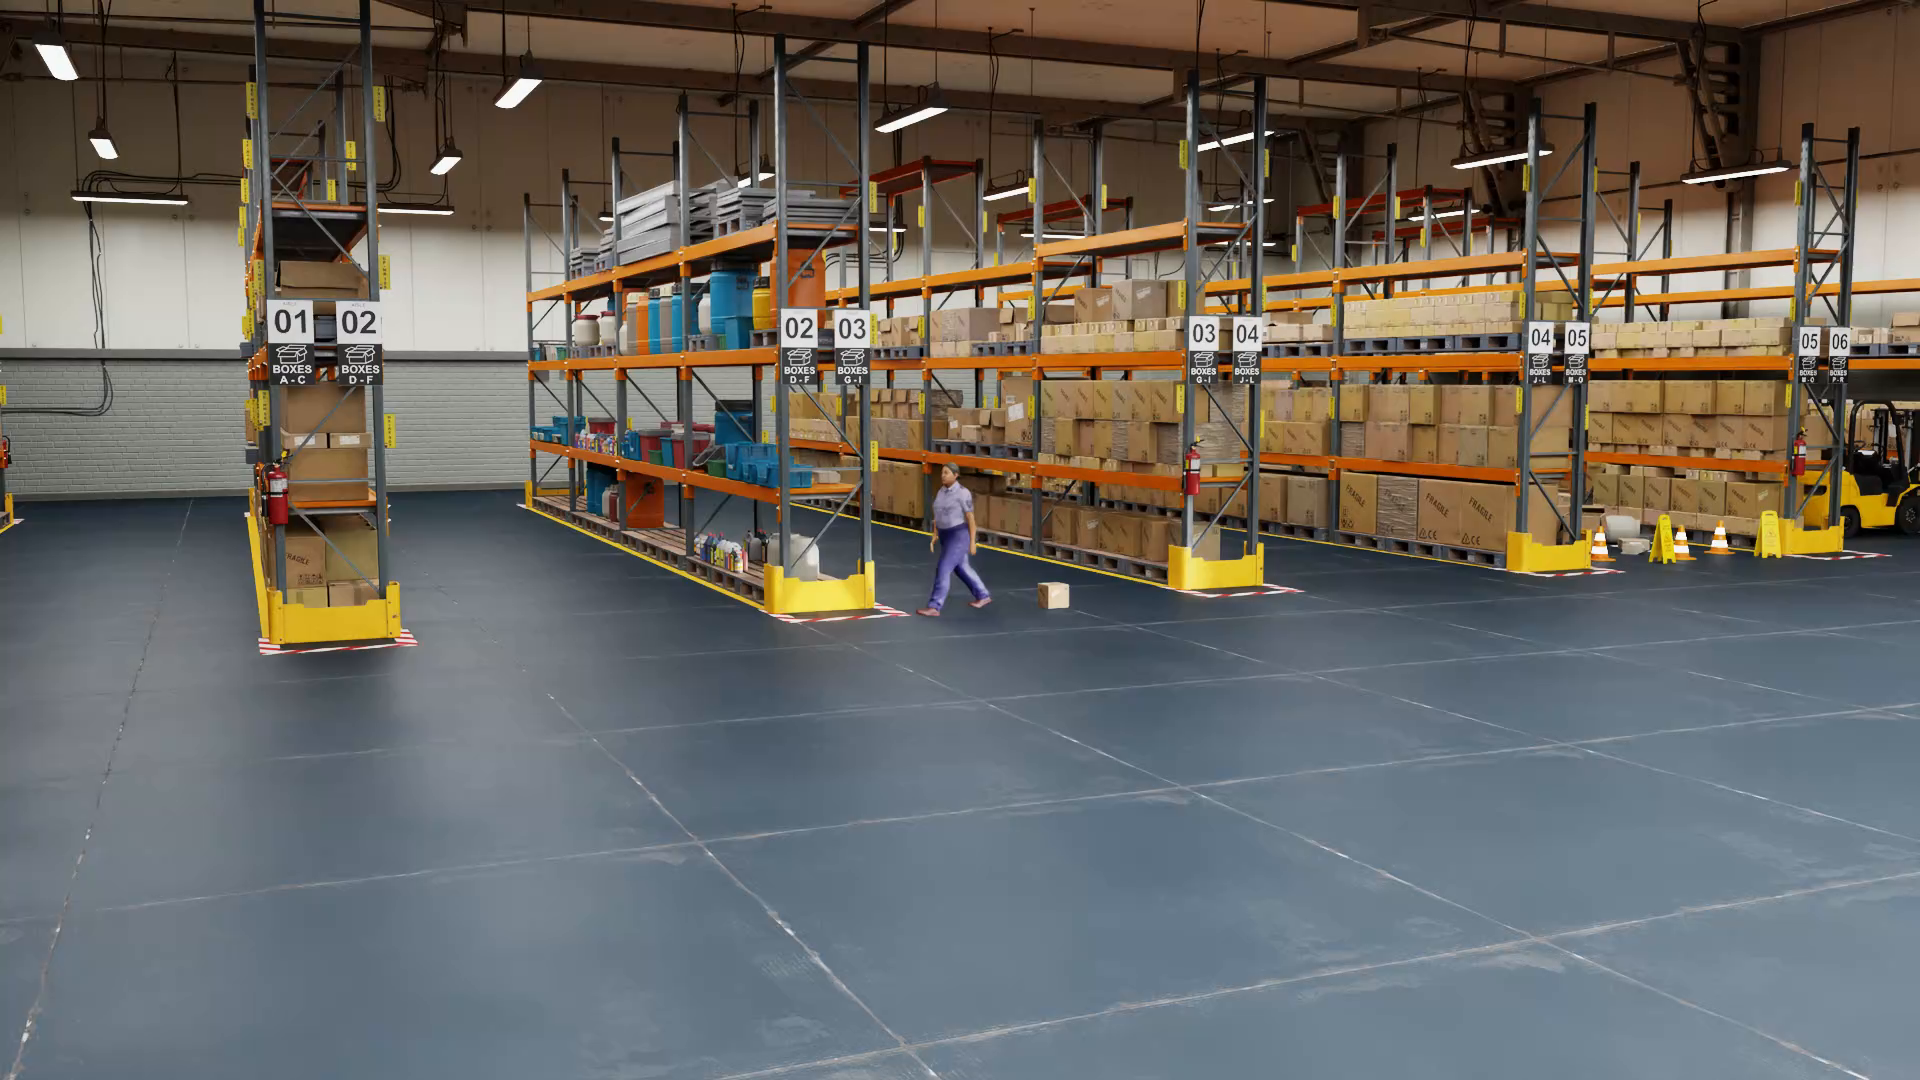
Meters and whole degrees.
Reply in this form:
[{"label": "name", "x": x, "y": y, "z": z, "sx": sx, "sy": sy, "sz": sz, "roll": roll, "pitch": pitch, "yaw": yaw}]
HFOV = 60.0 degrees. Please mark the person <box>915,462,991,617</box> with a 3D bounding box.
[{"label": "person", "x": -0.076, "y": -0.011, "z": 17.337, "sx": 1.048, "sy": 1.575, "sz": 0.474, "roll": -4, "pitch": 7, "yaw": -32}]
